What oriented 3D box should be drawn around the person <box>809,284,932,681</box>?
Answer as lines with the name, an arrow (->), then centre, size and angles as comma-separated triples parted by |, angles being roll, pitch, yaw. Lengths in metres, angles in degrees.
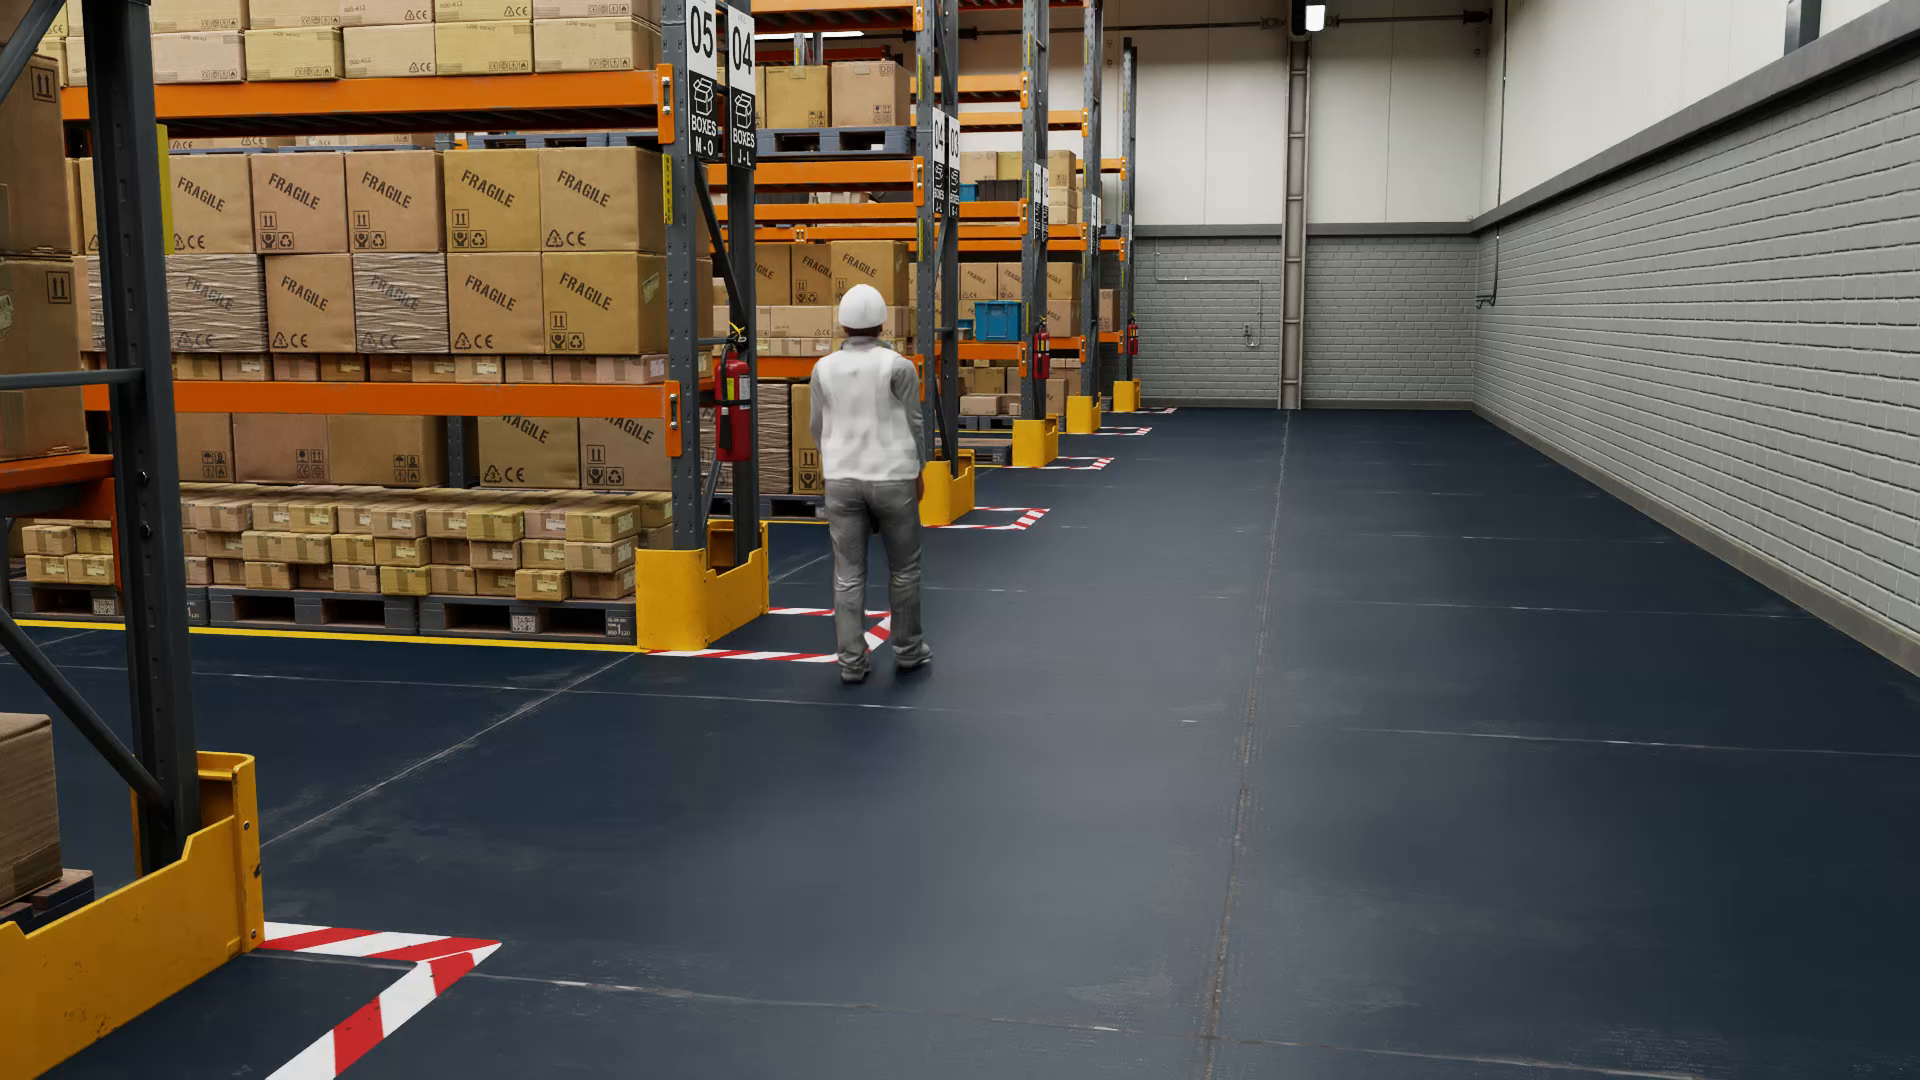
person -> -0.408, -0.276, 7.630 | 0.539, 1.768, 0.633 | 2, 8, 11
